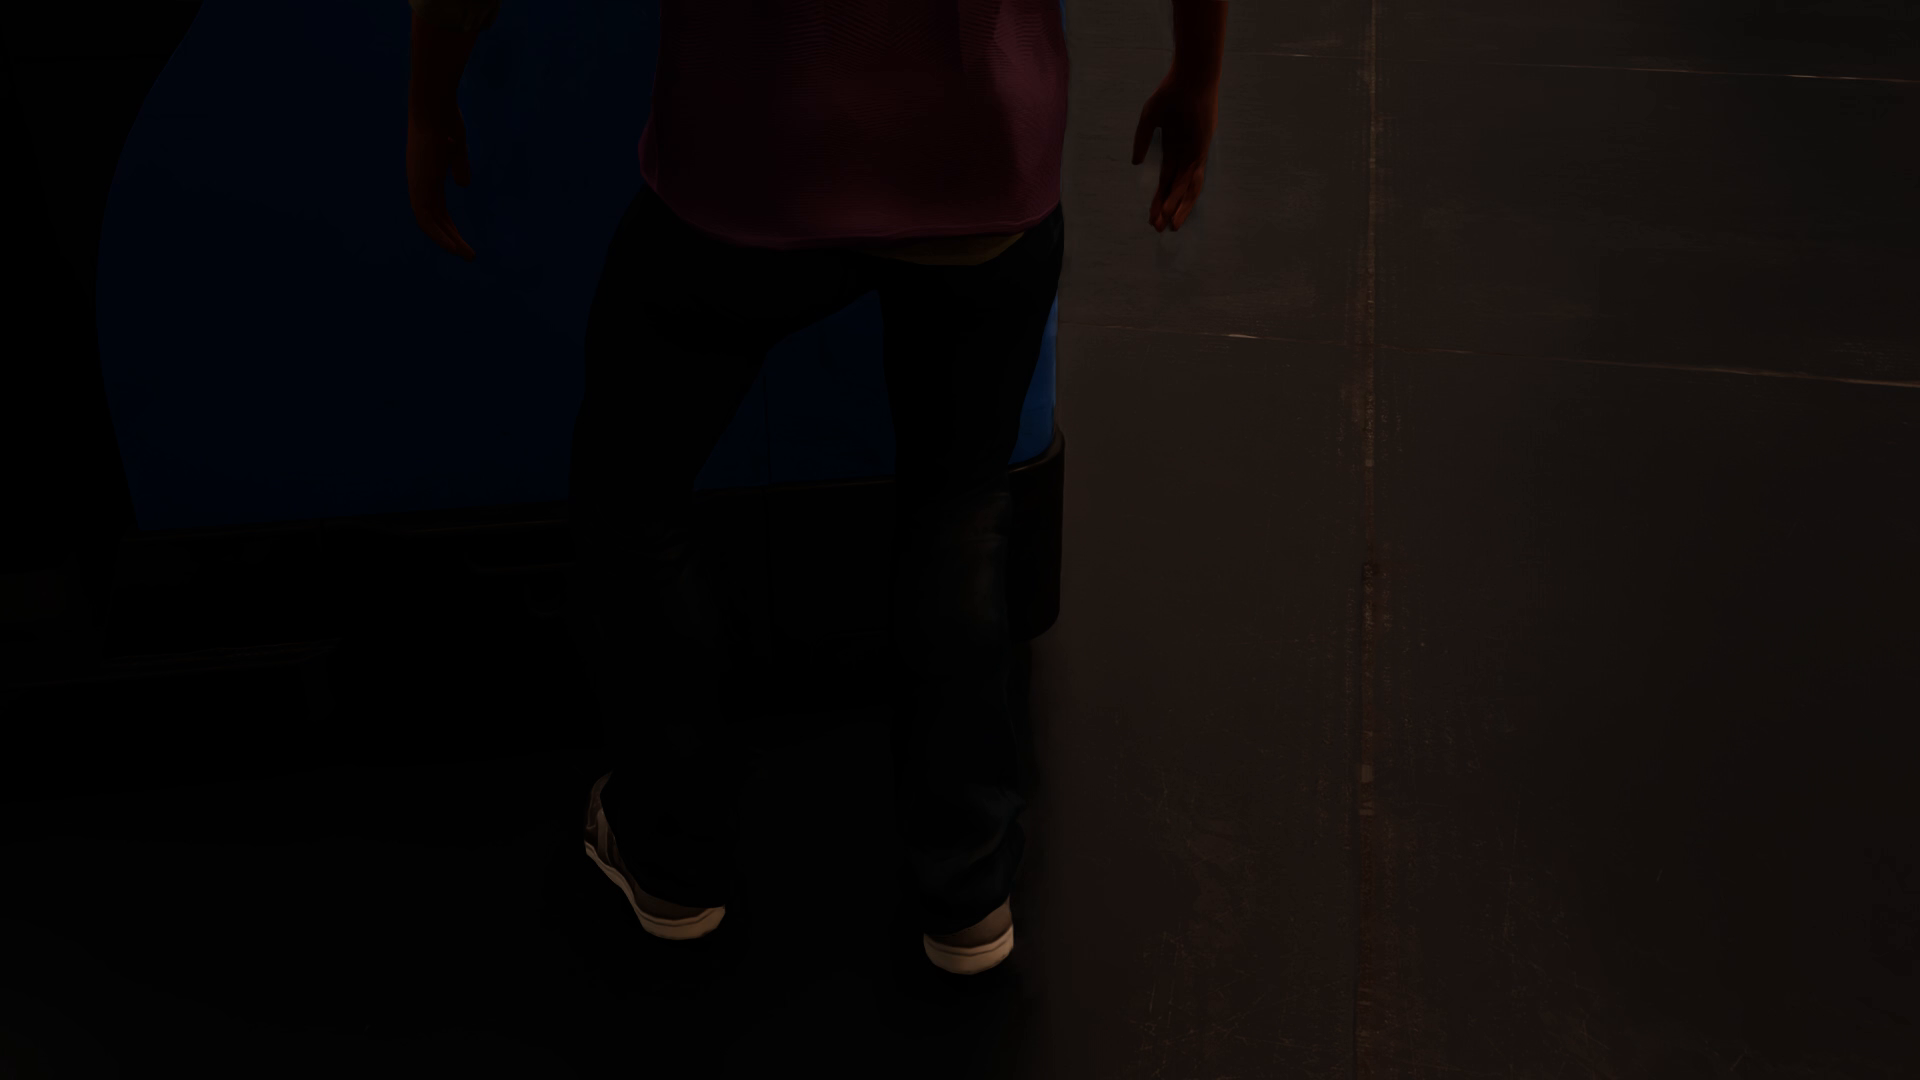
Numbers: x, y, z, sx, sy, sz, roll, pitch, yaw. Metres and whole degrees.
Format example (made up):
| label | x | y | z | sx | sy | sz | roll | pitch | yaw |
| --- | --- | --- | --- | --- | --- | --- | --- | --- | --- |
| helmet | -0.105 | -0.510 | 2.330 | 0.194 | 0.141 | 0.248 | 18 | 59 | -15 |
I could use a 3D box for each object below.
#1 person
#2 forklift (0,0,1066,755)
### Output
| label | x | y | z | sx | sy | sz | roll | pitch | yaw |
| --- | --- | --- | --- | --- | --- | --- | --- | --- | --- |
| person | -0.111 | -0.326 | 1.421 | 0.694 | 1.553 | 0.412 | -7 | 28 | -13 |
| forklift | -1.437 | -1.230 | 1.684 | 3.031 | 2.935 | 1.130 | -5 | 27 | -9 |
